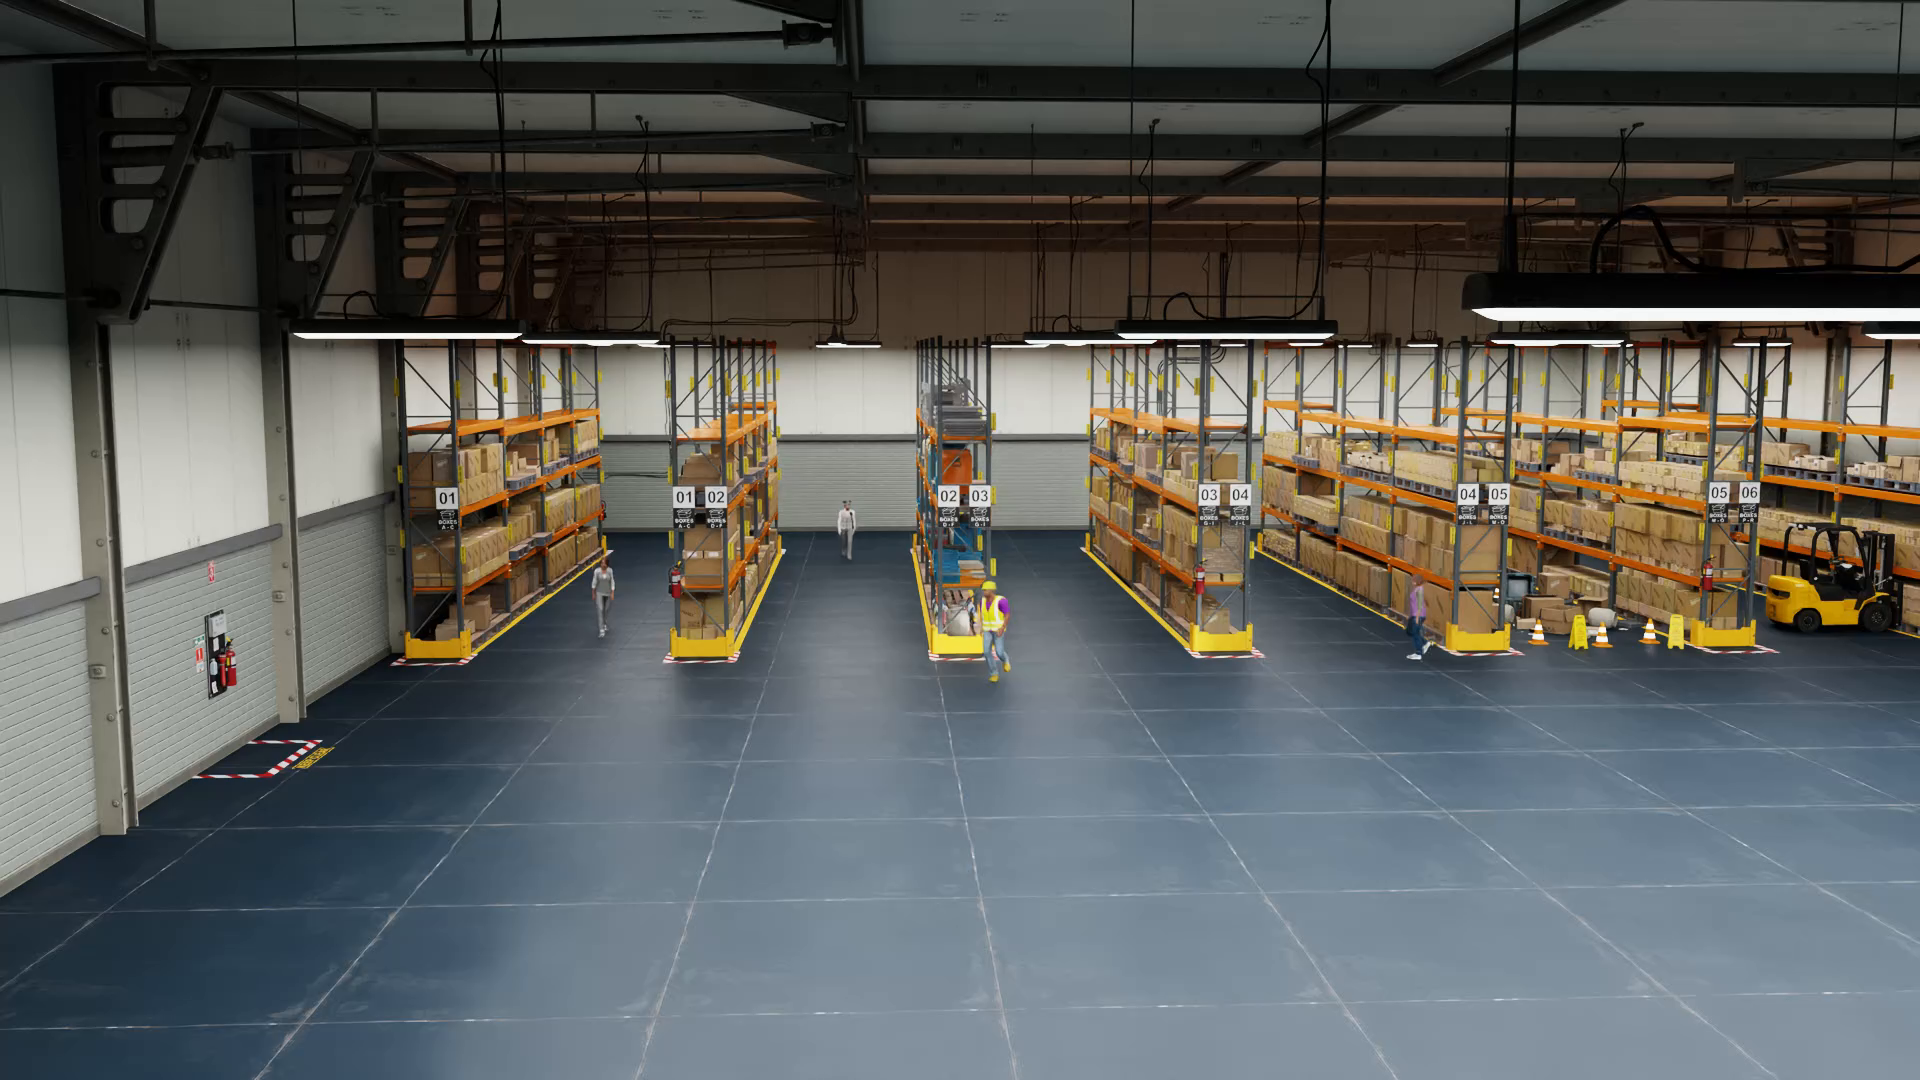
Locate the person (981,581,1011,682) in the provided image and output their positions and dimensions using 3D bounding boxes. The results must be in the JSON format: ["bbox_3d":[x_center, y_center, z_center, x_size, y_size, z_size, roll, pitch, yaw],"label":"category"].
[{"bbox_3d":[0.600,1.577,29.022,0.623,1.730,0.604,3,7,28],"label":"person"}]

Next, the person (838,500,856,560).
[{"bbox_3d":[-3.121,-0.307,45.842,0.493,1.614,1.049,0,6,-3],"label":"person"}]

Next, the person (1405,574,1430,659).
[{"bbox_3d":[8.539,1.415,30.839,0.478,1.588,0.419,-1,7,-5],"label":"person"}]

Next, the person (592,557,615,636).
[{"bbox_3d":[-7.215,1.111,33.668,0.436,1.545,0.920,-4,7,-29],"label":"person"}]
